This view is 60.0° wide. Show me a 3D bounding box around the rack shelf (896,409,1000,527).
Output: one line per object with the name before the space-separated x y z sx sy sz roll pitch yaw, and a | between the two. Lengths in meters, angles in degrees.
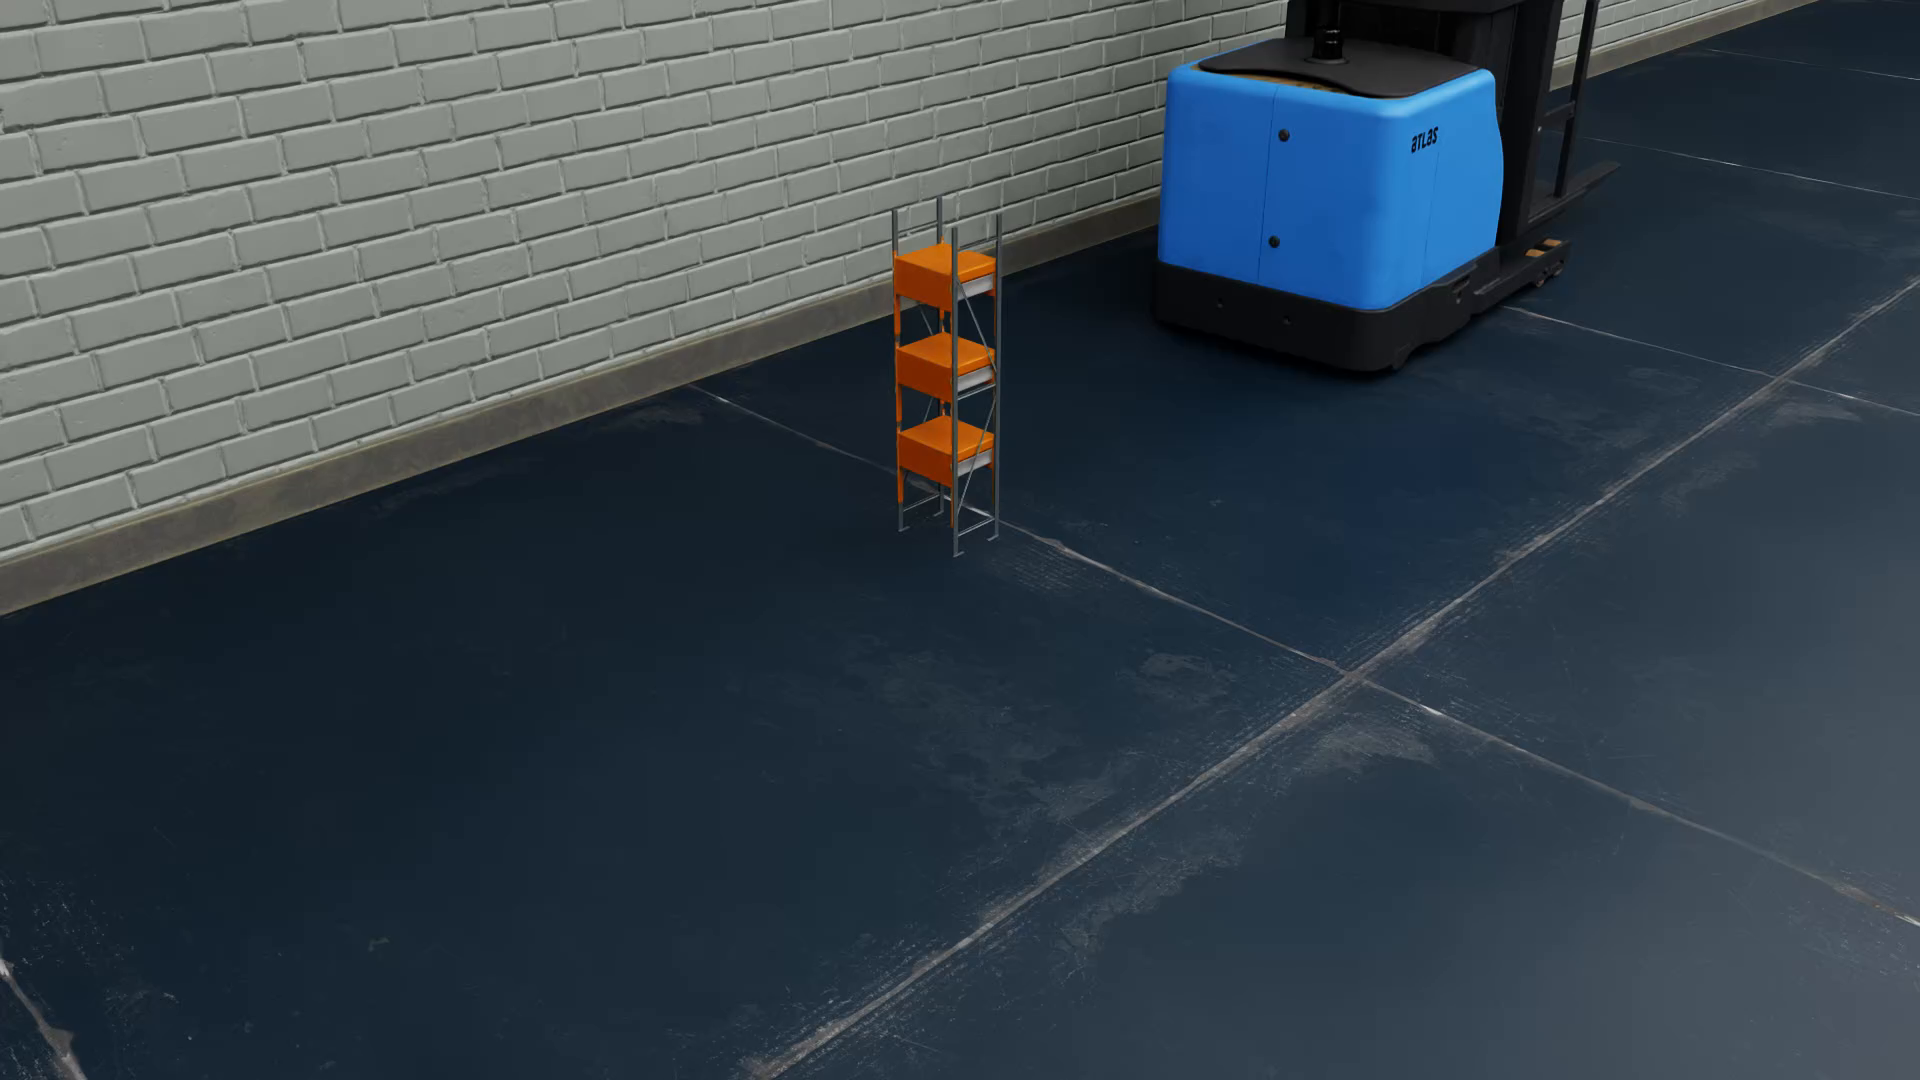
rack shelf | -0.038 -0.227 5.173 0.240 0.259 0.215 25 36 38

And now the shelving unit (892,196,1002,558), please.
shelving unit | -0.038 -0.482 5.039 0.252 1.050 0.215 25 36 38

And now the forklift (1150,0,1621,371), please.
forklift | 2.109 -2.552 6.953 1.130 2.935 3.031 21 34 34

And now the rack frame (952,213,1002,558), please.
rack frame | 0.049 -0.442 4.963 0.008 1.050 0.200 25 36 38

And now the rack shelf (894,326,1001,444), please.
rack shelf | -0.038 -0.473 5.044 0.240 0.259 0.215 25 36 38

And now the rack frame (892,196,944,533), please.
rack frame | -0.125 -0.522 5.115 0.008 1.050 0.200 25 36 38

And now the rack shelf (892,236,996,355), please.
rack shelf | -0.038 -0.724 4.912 0.240 0.259 0.215 25 36 38
